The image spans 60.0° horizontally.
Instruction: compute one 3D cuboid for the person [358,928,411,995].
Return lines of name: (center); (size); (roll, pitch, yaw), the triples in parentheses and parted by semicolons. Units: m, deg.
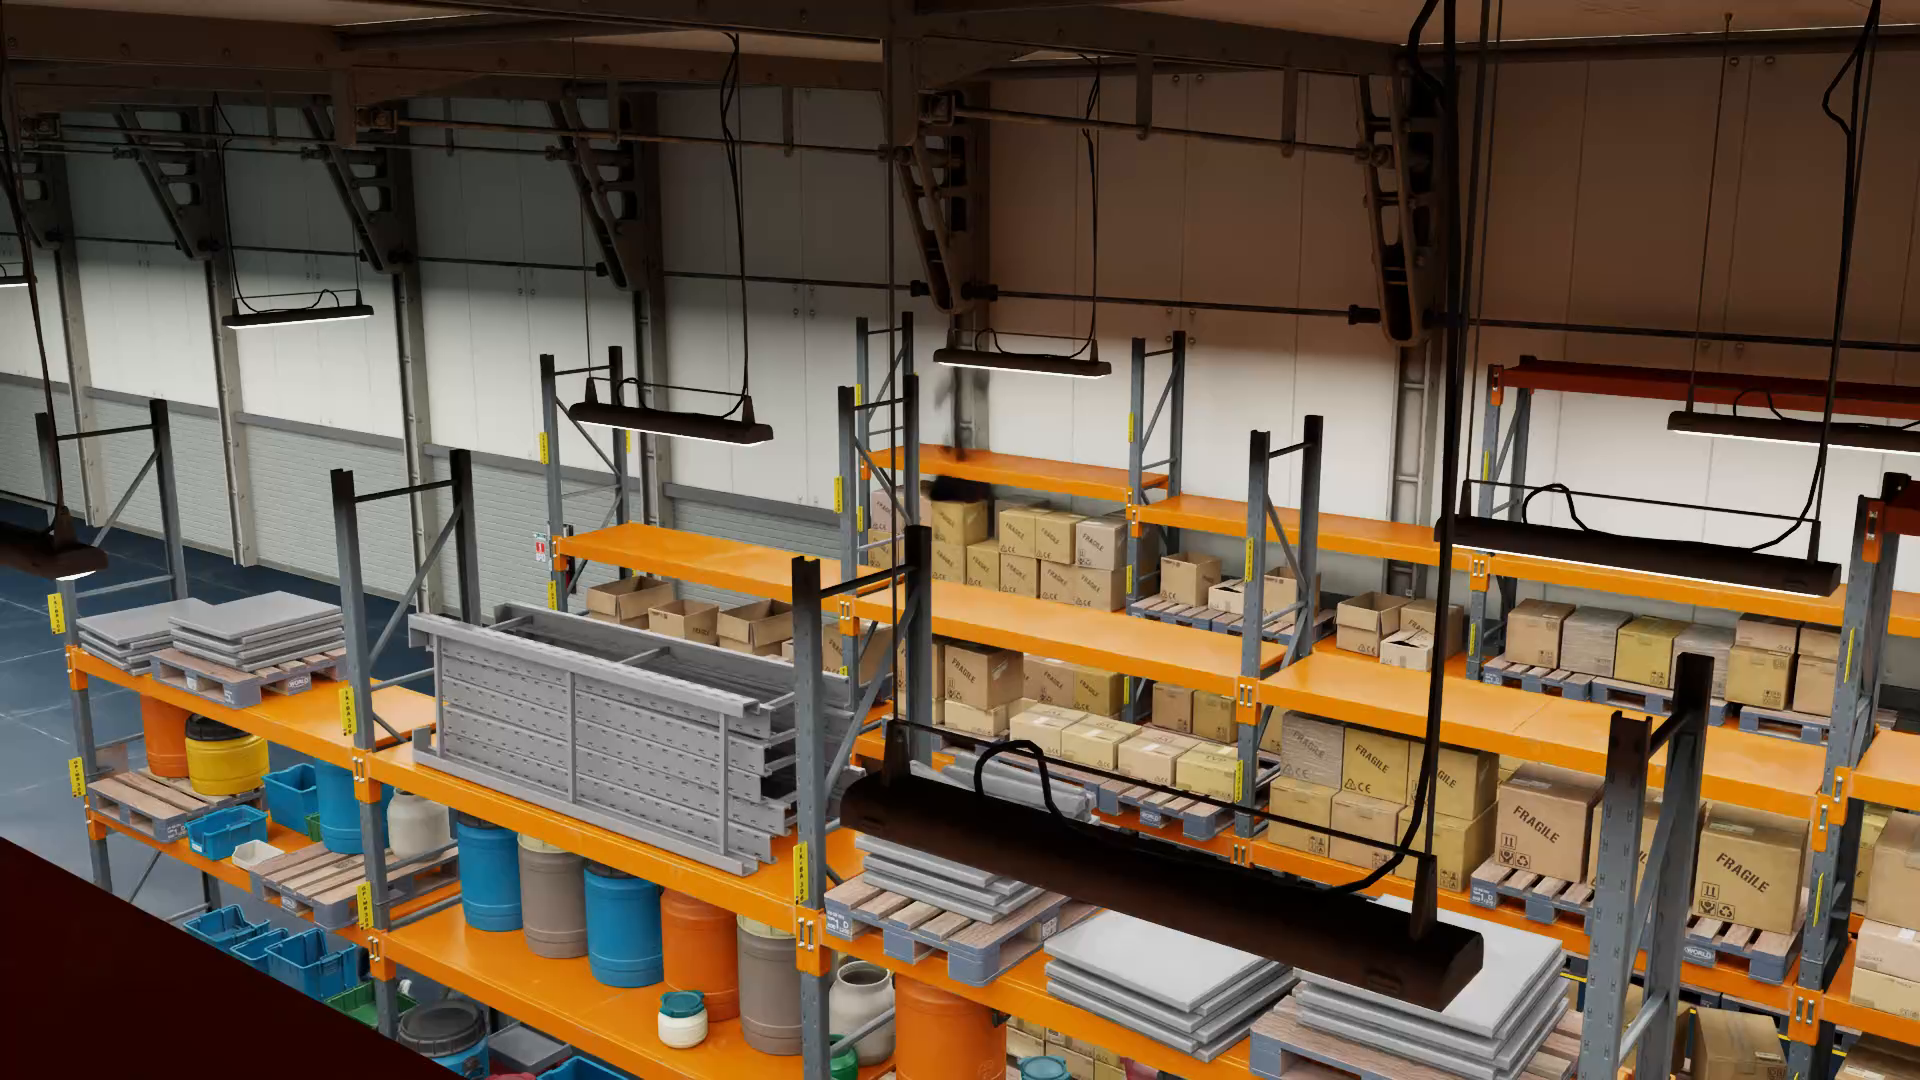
person: (-5.414, 3.811, 15.656); (0.599, 1.481, 0.564); (4, 14, 17)
